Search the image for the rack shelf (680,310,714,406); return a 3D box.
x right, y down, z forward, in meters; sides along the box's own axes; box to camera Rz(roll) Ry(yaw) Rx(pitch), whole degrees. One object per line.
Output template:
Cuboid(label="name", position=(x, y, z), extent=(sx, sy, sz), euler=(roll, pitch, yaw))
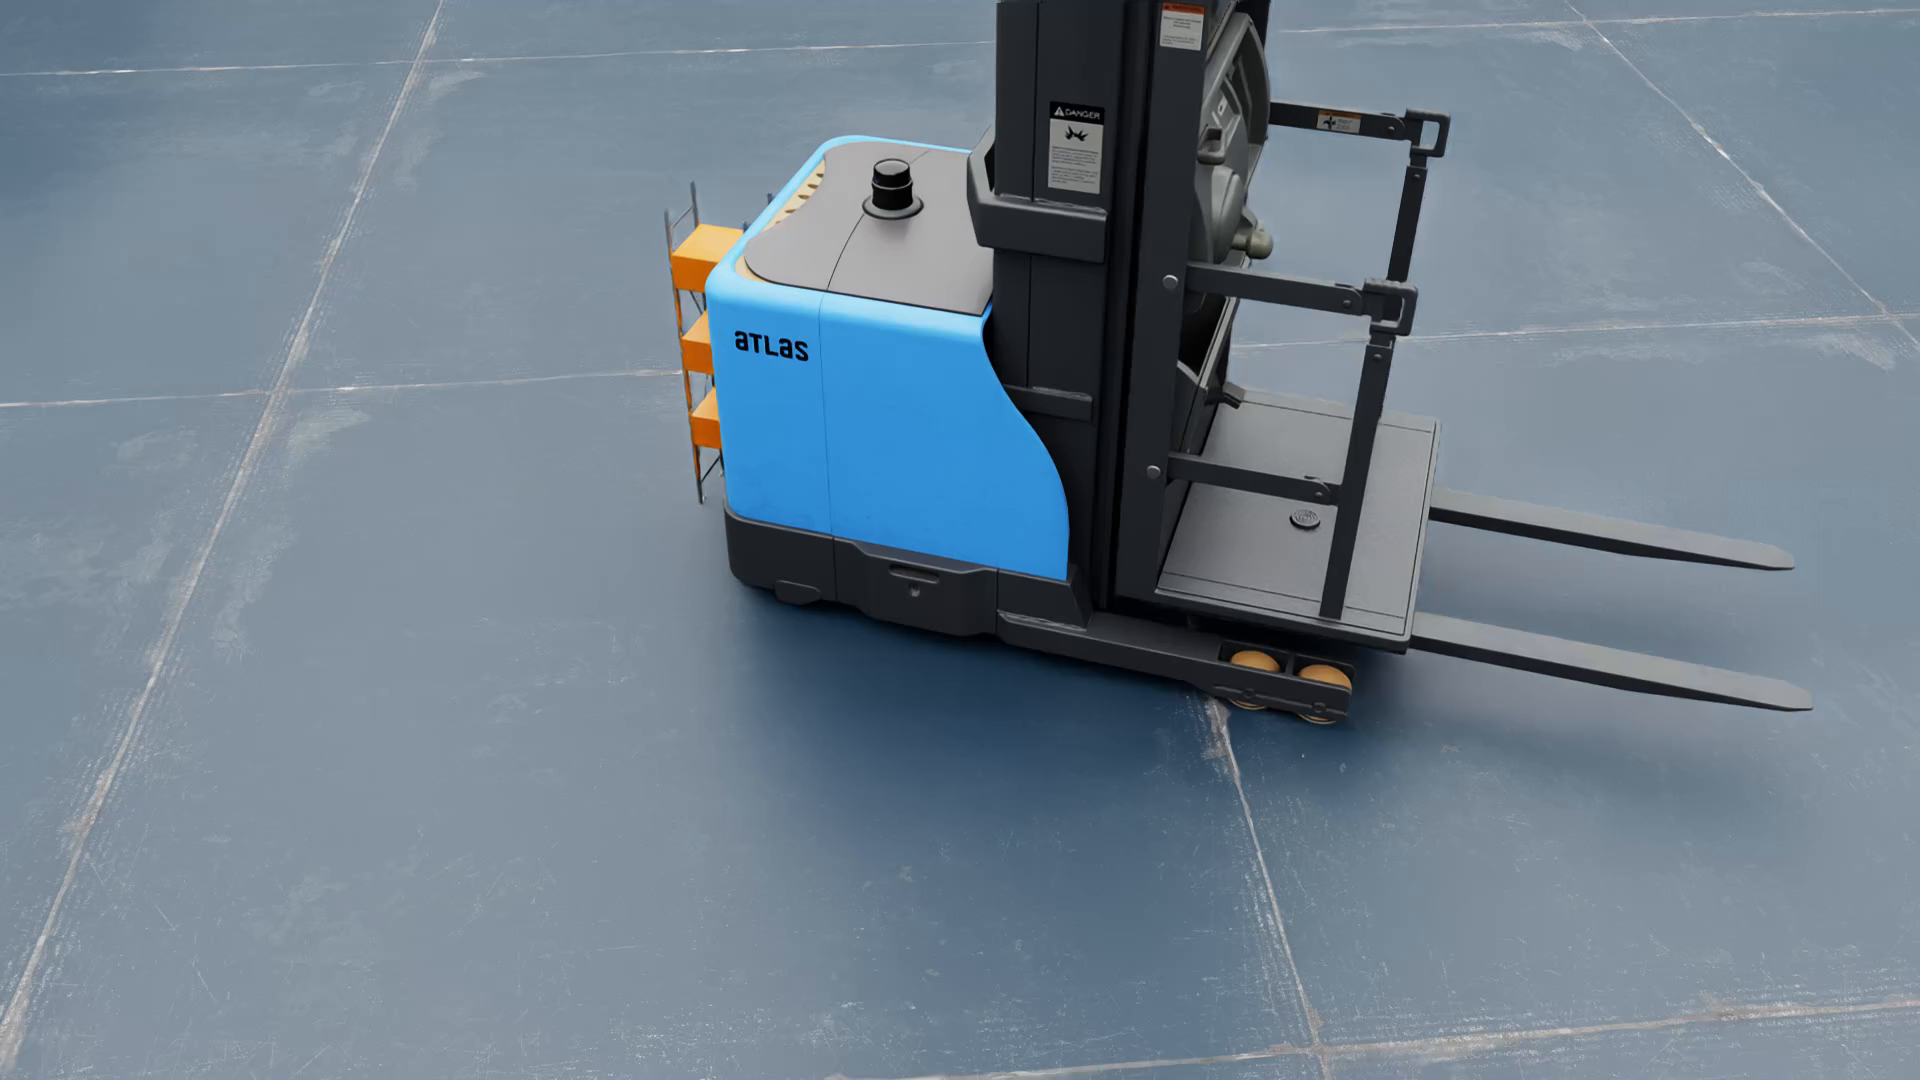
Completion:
Cuboid(label="rack shelf", position=(-0.698, -0.557, 5.125), extent=(0.240, 0.259, 0.215), euler=(11, 40, 13))

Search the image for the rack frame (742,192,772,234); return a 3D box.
Cuboid(label="rack frame", position=(-0.581, -0.542, 5.090), extent=(0.008, 1.050, 0.200), euler=(11, 40, 13))

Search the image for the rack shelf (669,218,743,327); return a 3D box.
Cuboid(label="rack shelf", position=(-0.698, -0.779, 4.949), extent=(0.240, 0.259, 0.215), euler=(11, 40, 13))

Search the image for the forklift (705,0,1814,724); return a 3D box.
Cuboid(label="forklift", position=(0.878, -1.011, 4.165), extent=(3.031, 2.935, 1.130), euler=(11, 40, 13))

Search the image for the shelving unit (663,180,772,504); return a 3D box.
Cuboid(label="shelving unit", position=(-0.698, -0.565, 5.118), extent=(0.252, 1.050, 0.215), euler=(11, 40, 13))

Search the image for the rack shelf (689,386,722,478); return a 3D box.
Cuboid(label="rack shelf", position=(-0.698, -0.338, 5.297), extent=(0.240, 0.259, 0.215), euler=(11, 40, 13))

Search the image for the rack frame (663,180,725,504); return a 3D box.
Cuboid(label="rack frame", position=(-0.814, -0.587, 5.147), extent=(0.008, 1.050, 0.200), euler=(11, 40, 13))
